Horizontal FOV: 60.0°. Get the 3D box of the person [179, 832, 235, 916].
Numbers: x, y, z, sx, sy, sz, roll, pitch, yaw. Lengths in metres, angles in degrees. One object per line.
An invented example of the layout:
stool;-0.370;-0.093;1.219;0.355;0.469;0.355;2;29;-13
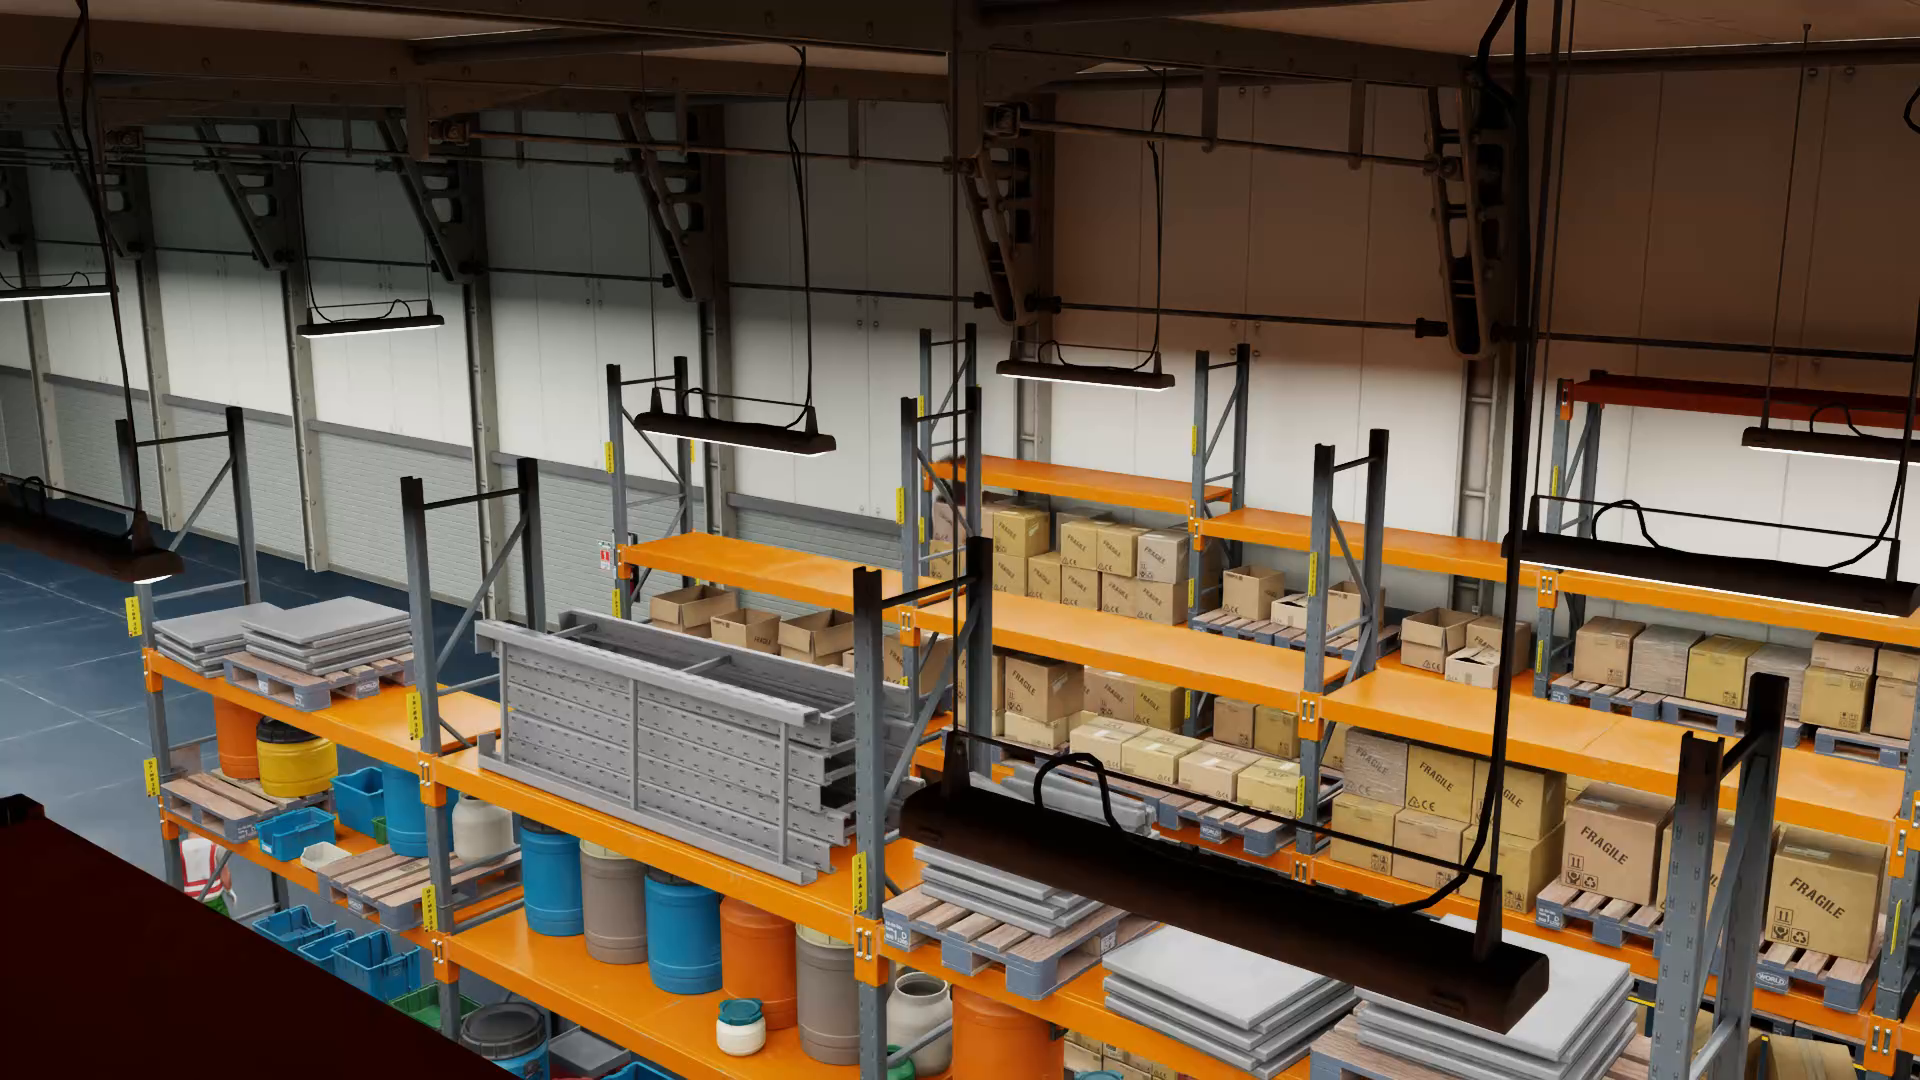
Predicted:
person;-7.538;3.540;16.495;0.620;1.782;0.389;-8;15;-32
